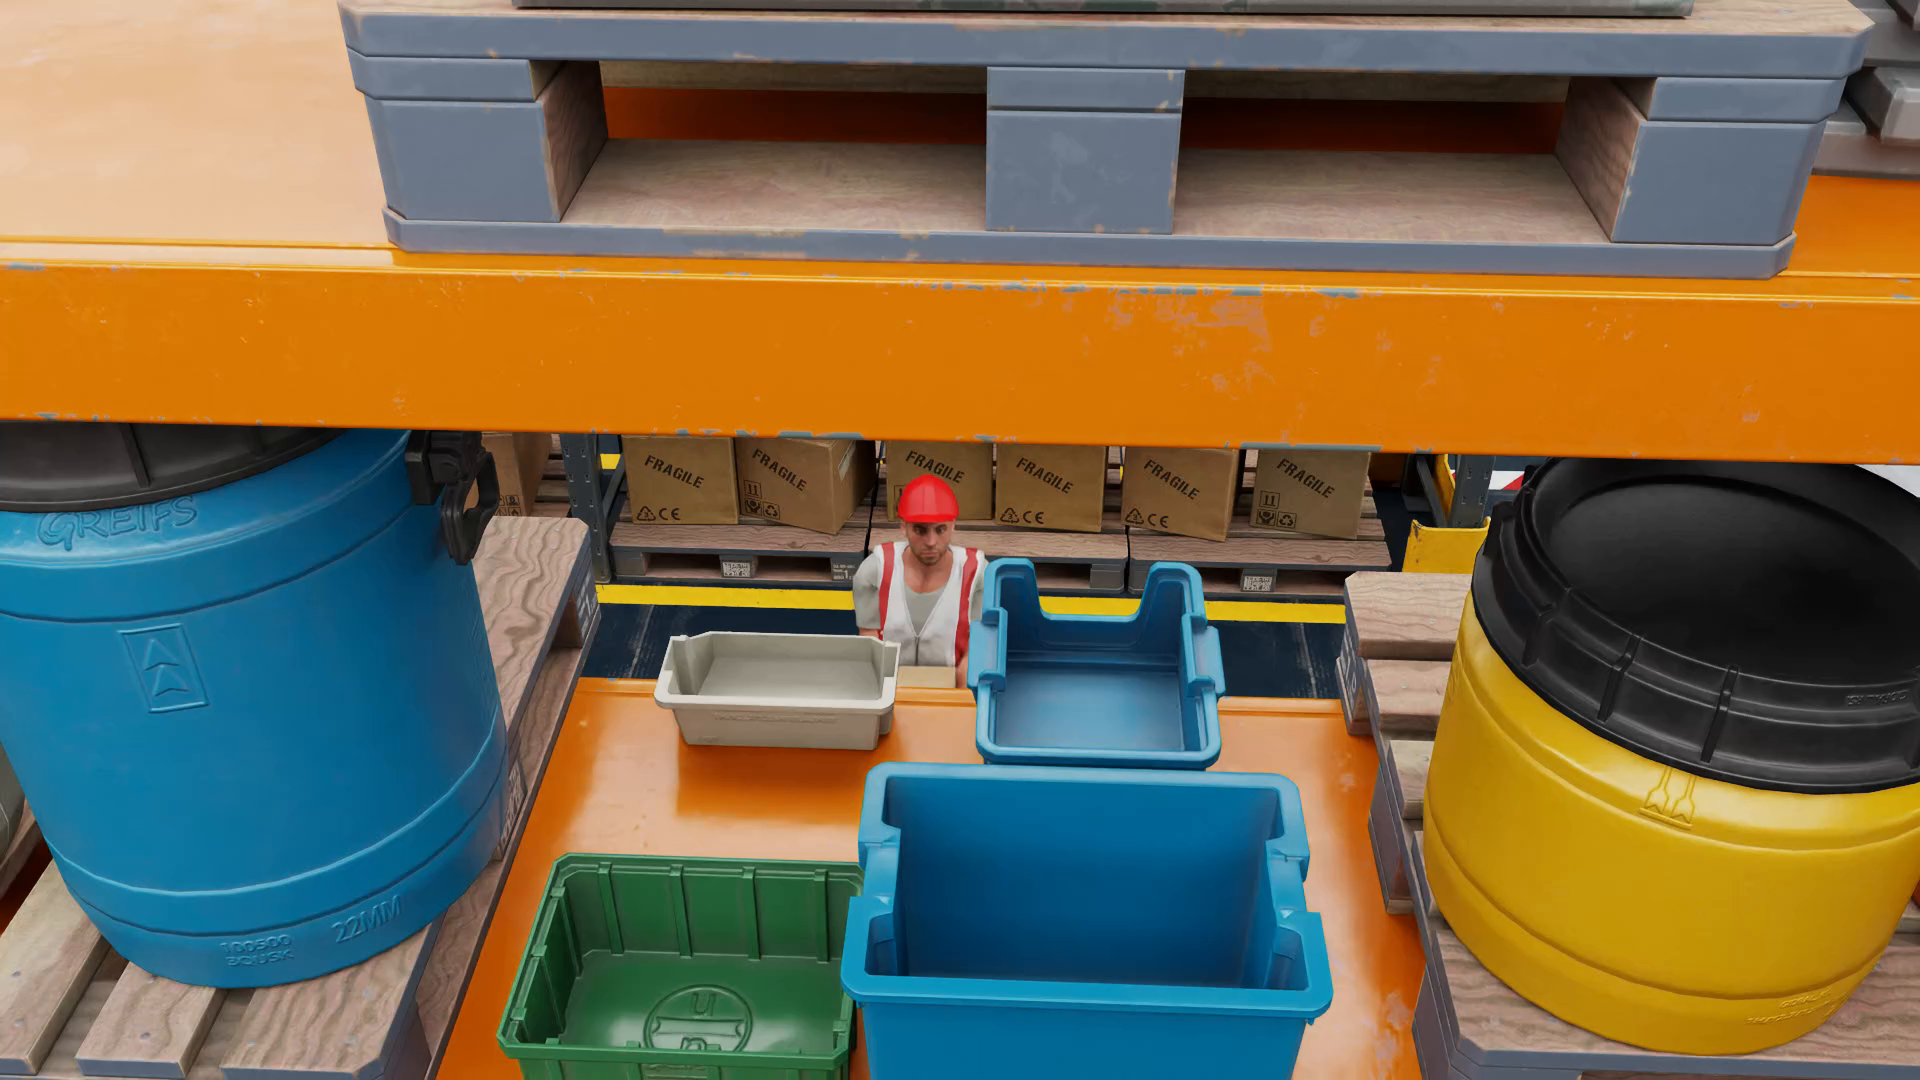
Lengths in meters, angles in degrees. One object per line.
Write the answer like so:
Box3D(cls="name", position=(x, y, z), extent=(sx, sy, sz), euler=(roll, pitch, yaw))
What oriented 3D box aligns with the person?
Box3D(cls="person", position=(-0.120, 0.630, 5.743), extent=(0.494, 1.782, 0.573), euler=(1, 35, 2))
